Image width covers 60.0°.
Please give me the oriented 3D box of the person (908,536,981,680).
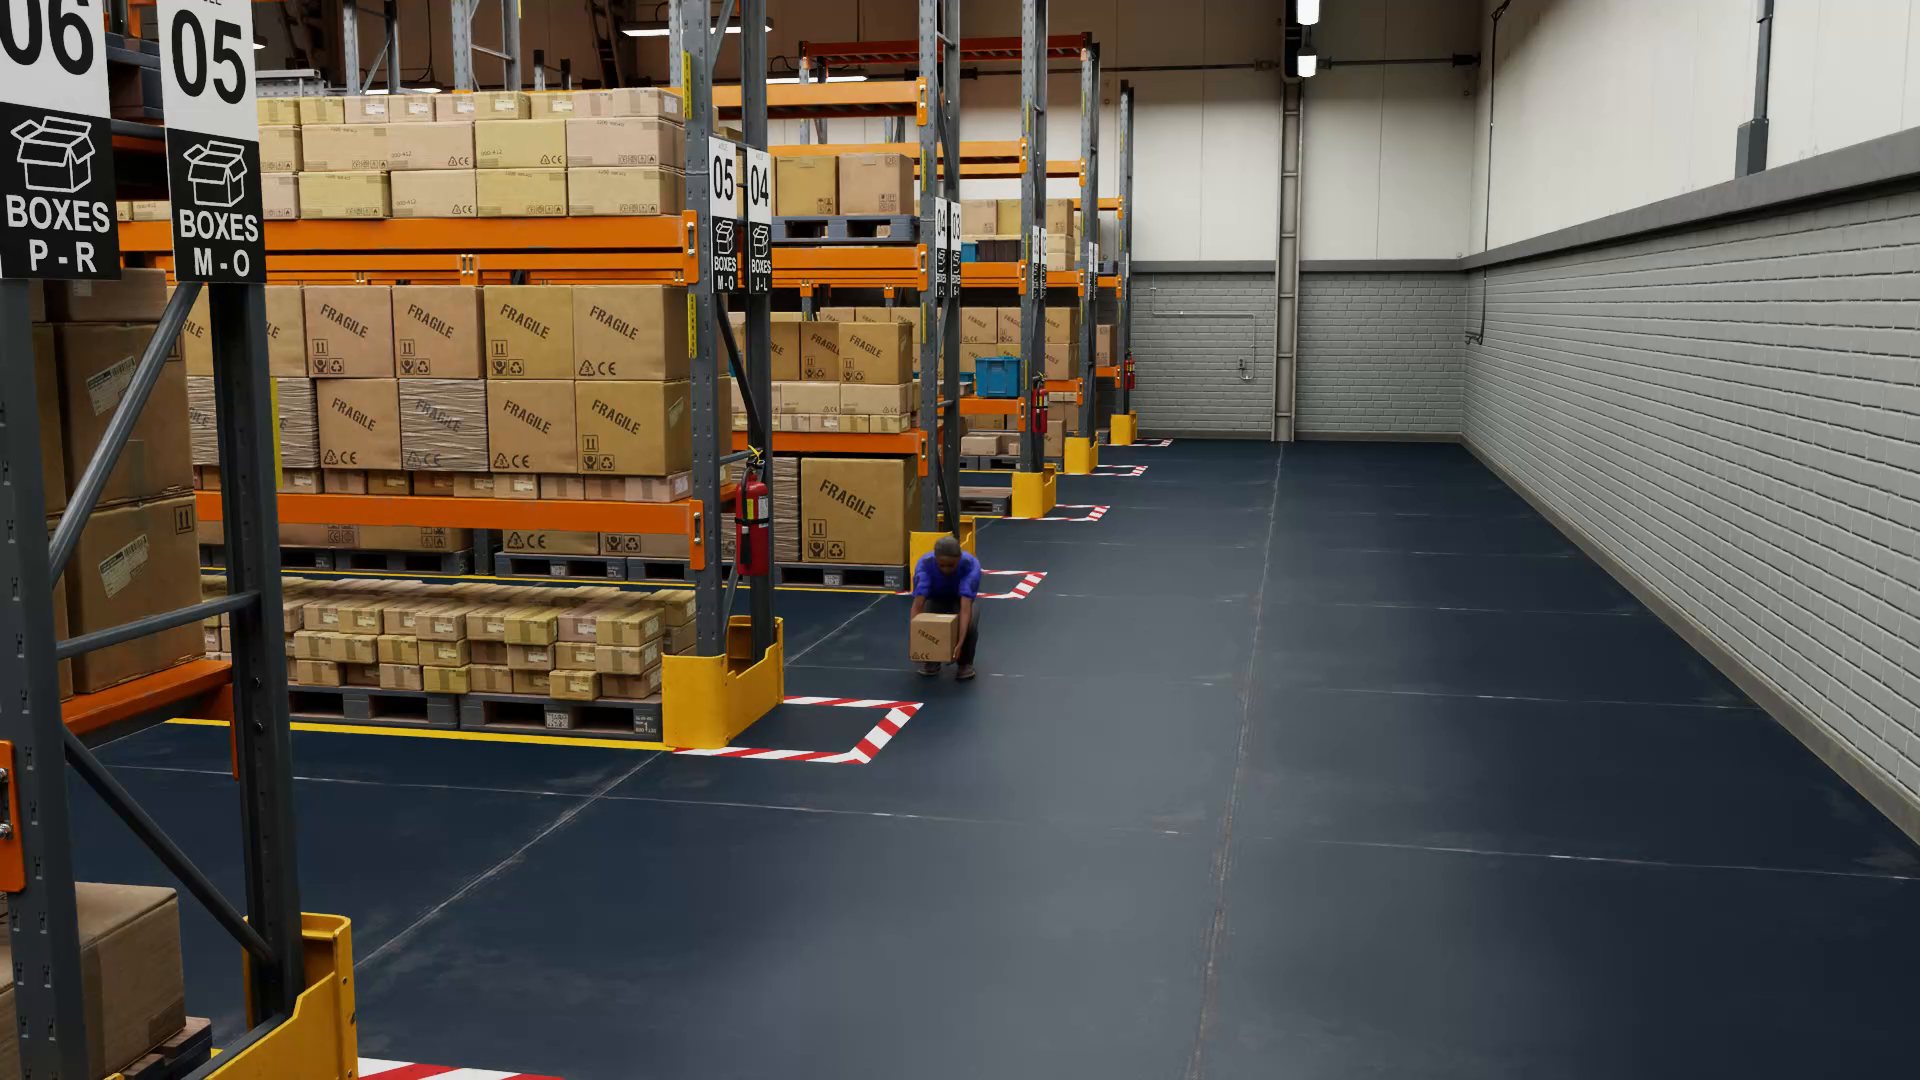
[{"bbox_3d":[-0.089,0.414,10.494,0.465,0.951,0.833,1,8,10],"label":"person"}]
